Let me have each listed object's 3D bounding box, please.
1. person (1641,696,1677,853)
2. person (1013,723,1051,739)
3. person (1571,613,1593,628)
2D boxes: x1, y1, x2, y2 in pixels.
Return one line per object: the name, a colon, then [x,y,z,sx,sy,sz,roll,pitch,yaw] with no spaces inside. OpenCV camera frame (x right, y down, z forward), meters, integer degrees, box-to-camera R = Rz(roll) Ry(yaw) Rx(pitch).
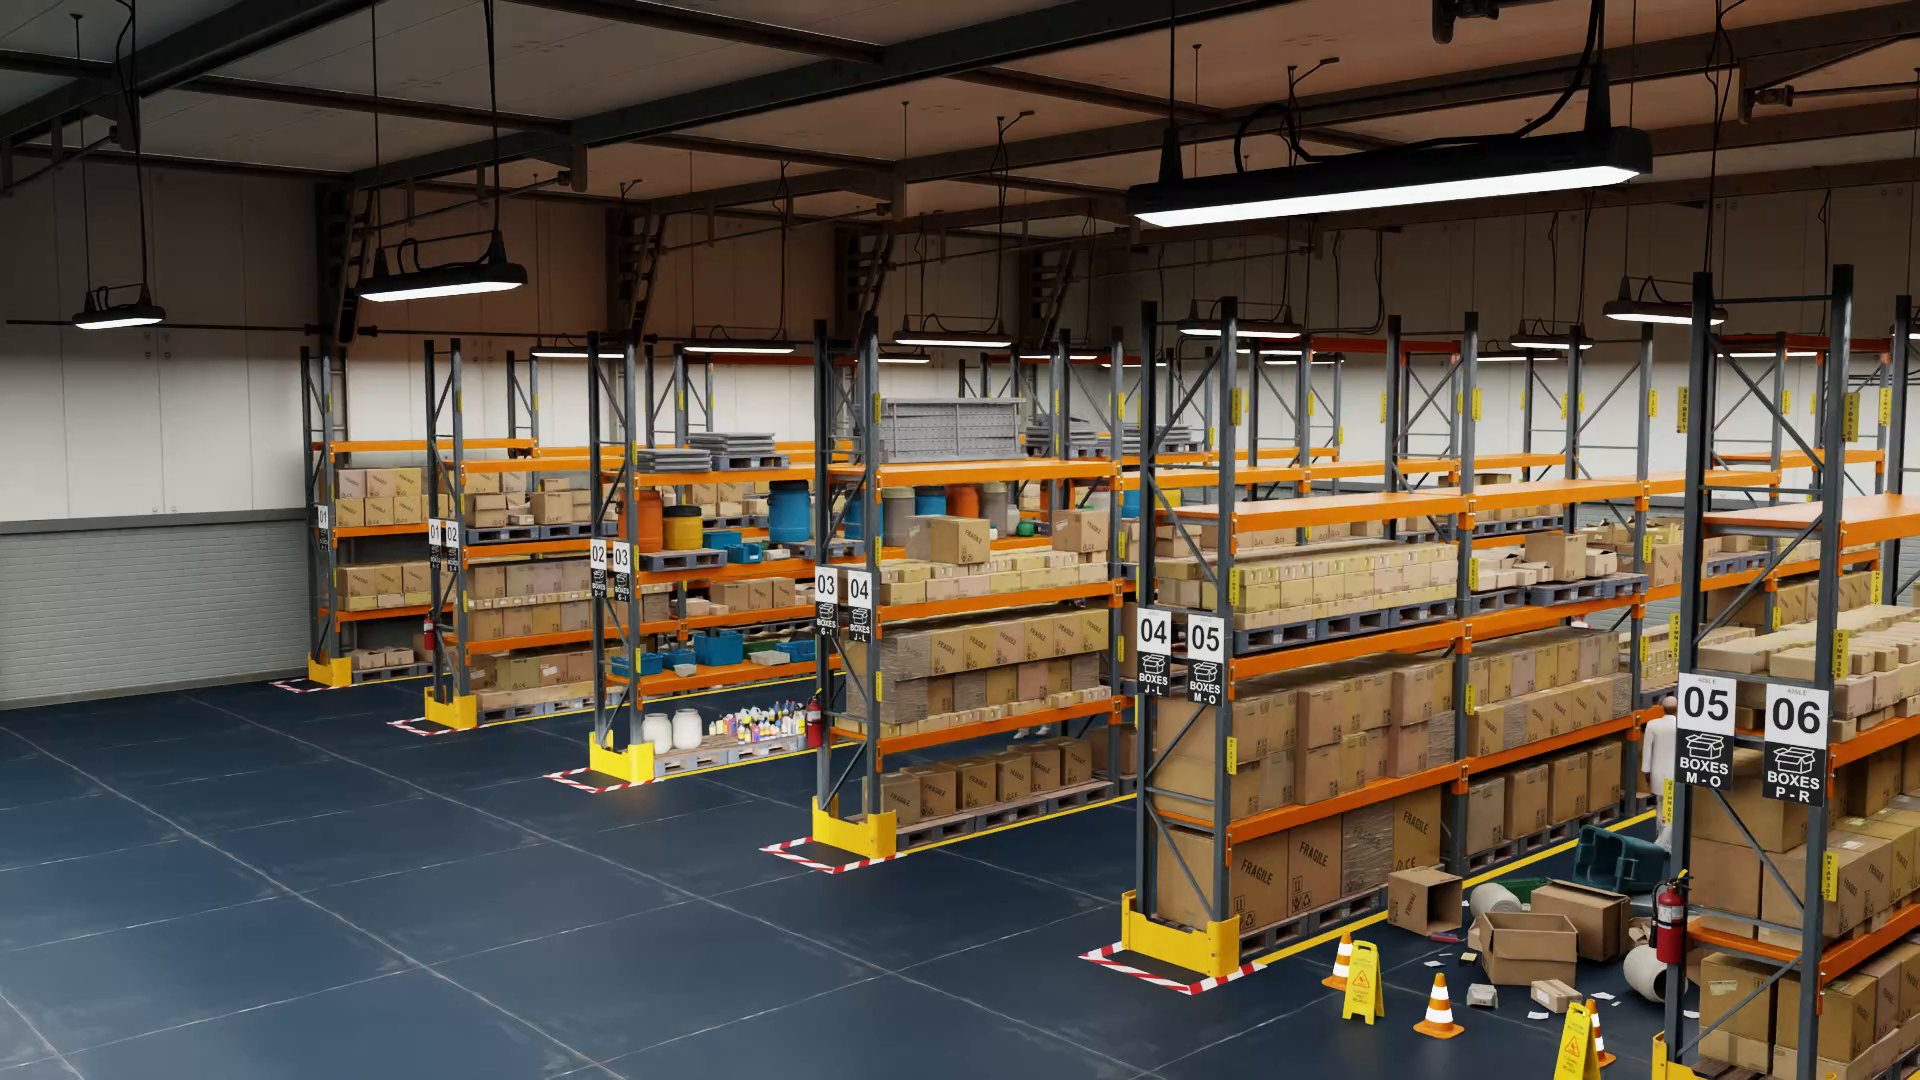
person: [7.958,2.642,18.685,0.610,1.775,0.614,-4,7,-41]
person: [1.089,2.091,25.037,0.606,1.829,0.624,-4,7,-42]
person: [9.856,1.937,26.549,0.602,1.790,0.467,2,5,17]
